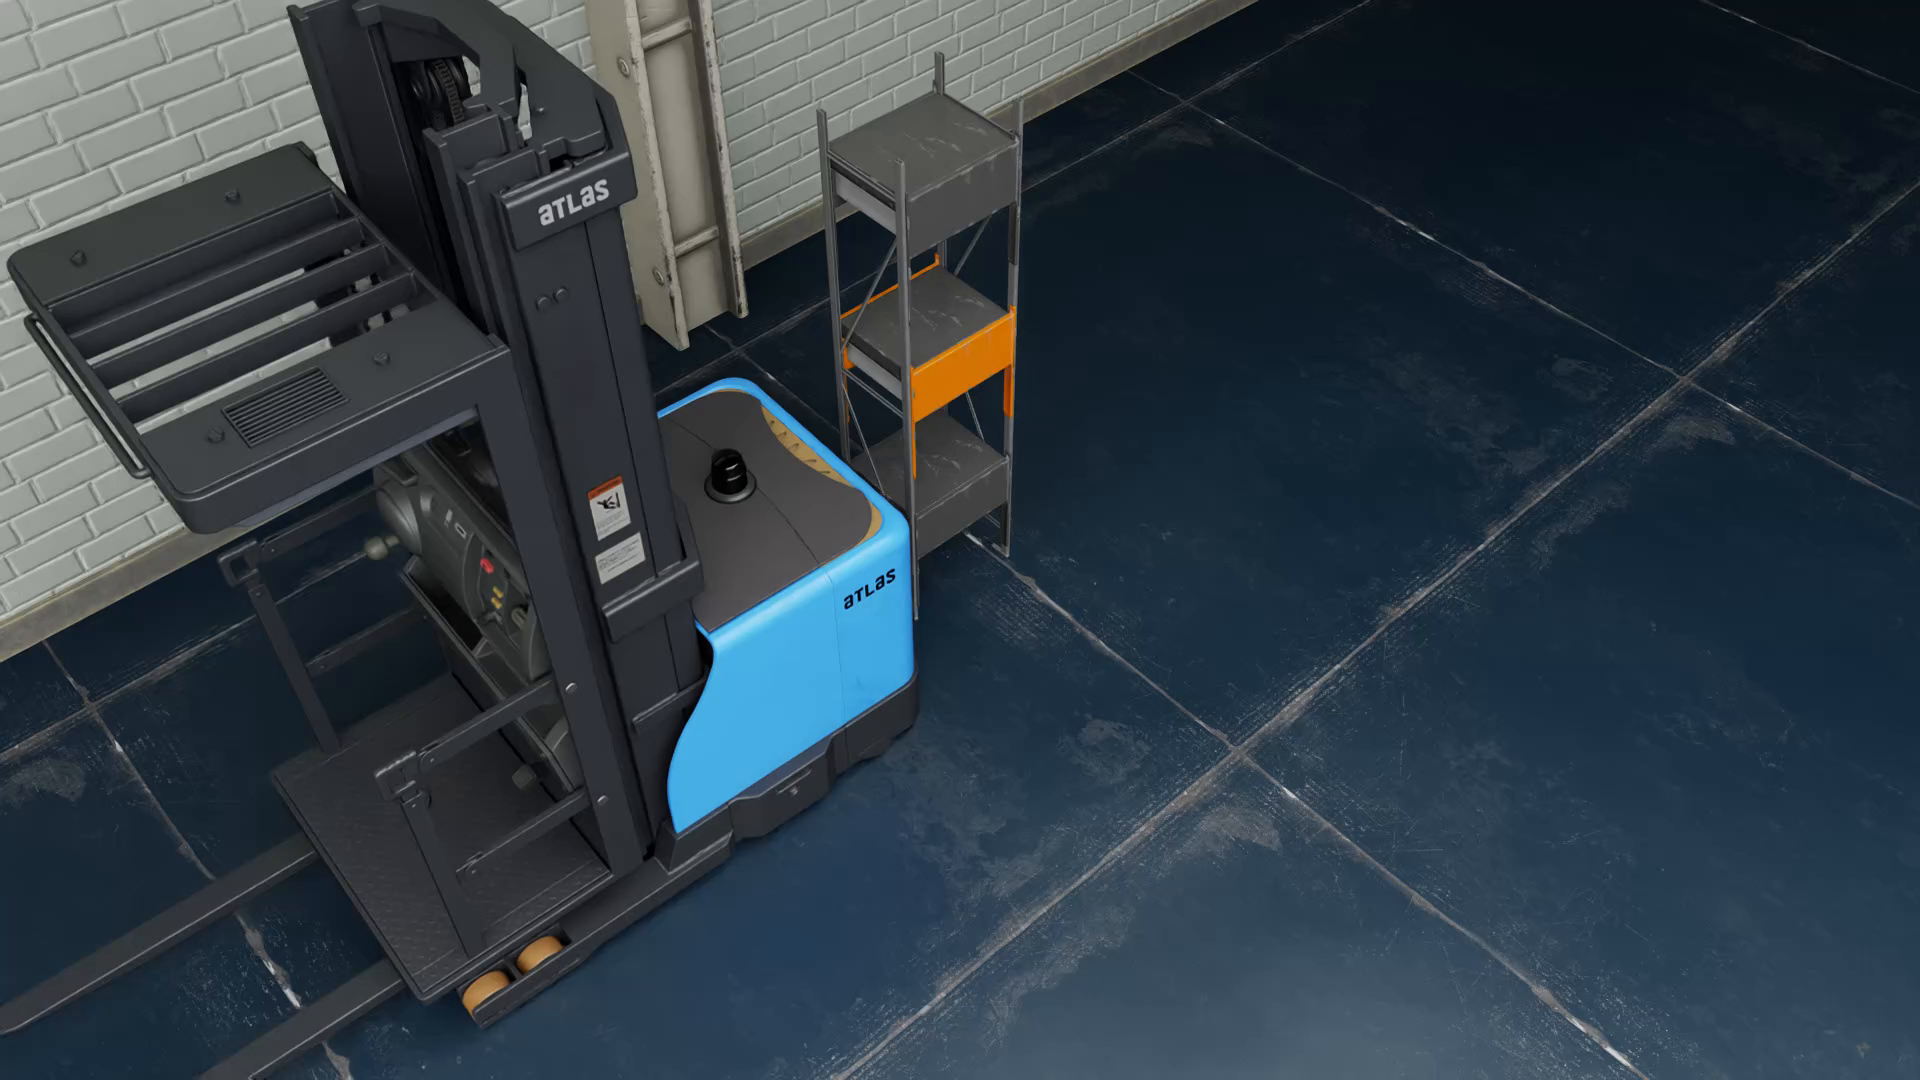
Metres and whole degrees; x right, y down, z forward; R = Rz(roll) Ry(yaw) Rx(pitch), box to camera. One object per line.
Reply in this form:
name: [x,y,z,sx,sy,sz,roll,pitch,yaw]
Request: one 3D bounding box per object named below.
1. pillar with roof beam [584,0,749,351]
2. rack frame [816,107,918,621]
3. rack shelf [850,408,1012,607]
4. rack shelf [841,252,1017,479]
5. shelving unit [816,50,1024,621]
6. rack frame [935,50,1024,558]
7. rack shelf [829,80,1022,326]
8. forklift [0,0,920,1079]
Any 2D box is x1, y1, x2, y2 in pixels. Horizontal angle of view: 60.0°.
pillar with roof beam: [1.670,-1.747,2.239,0.400,9.000,9.100,-34,56,-27]
rack frame: [-0.303,-0.510,5.791,0.015,2.100,0.400,-34,56,-27]
rack shelf: [-0.122,-0.146,6.427,0.480,0.518,0.431,-34,56,-27]
rack shelf: [-0.122,-0.621,5.913,0.480,0.518,0.431,-34,56,-27]
shelving unit: [-0.122,-0.630,5.903,0.503,2.100,0.431,-34,56,-27]
rack frame: [0.058,-0.751,6.014,0.015,2.100,0.400,-34,56,-27]
rack shelf: [-0.122,-1.096,5.398,0.480,0.518,0.431,-34,56,-27]
forklift: [-1.601,0.105,4.659,3.031,2.935,1.130,-32,55,-26]
